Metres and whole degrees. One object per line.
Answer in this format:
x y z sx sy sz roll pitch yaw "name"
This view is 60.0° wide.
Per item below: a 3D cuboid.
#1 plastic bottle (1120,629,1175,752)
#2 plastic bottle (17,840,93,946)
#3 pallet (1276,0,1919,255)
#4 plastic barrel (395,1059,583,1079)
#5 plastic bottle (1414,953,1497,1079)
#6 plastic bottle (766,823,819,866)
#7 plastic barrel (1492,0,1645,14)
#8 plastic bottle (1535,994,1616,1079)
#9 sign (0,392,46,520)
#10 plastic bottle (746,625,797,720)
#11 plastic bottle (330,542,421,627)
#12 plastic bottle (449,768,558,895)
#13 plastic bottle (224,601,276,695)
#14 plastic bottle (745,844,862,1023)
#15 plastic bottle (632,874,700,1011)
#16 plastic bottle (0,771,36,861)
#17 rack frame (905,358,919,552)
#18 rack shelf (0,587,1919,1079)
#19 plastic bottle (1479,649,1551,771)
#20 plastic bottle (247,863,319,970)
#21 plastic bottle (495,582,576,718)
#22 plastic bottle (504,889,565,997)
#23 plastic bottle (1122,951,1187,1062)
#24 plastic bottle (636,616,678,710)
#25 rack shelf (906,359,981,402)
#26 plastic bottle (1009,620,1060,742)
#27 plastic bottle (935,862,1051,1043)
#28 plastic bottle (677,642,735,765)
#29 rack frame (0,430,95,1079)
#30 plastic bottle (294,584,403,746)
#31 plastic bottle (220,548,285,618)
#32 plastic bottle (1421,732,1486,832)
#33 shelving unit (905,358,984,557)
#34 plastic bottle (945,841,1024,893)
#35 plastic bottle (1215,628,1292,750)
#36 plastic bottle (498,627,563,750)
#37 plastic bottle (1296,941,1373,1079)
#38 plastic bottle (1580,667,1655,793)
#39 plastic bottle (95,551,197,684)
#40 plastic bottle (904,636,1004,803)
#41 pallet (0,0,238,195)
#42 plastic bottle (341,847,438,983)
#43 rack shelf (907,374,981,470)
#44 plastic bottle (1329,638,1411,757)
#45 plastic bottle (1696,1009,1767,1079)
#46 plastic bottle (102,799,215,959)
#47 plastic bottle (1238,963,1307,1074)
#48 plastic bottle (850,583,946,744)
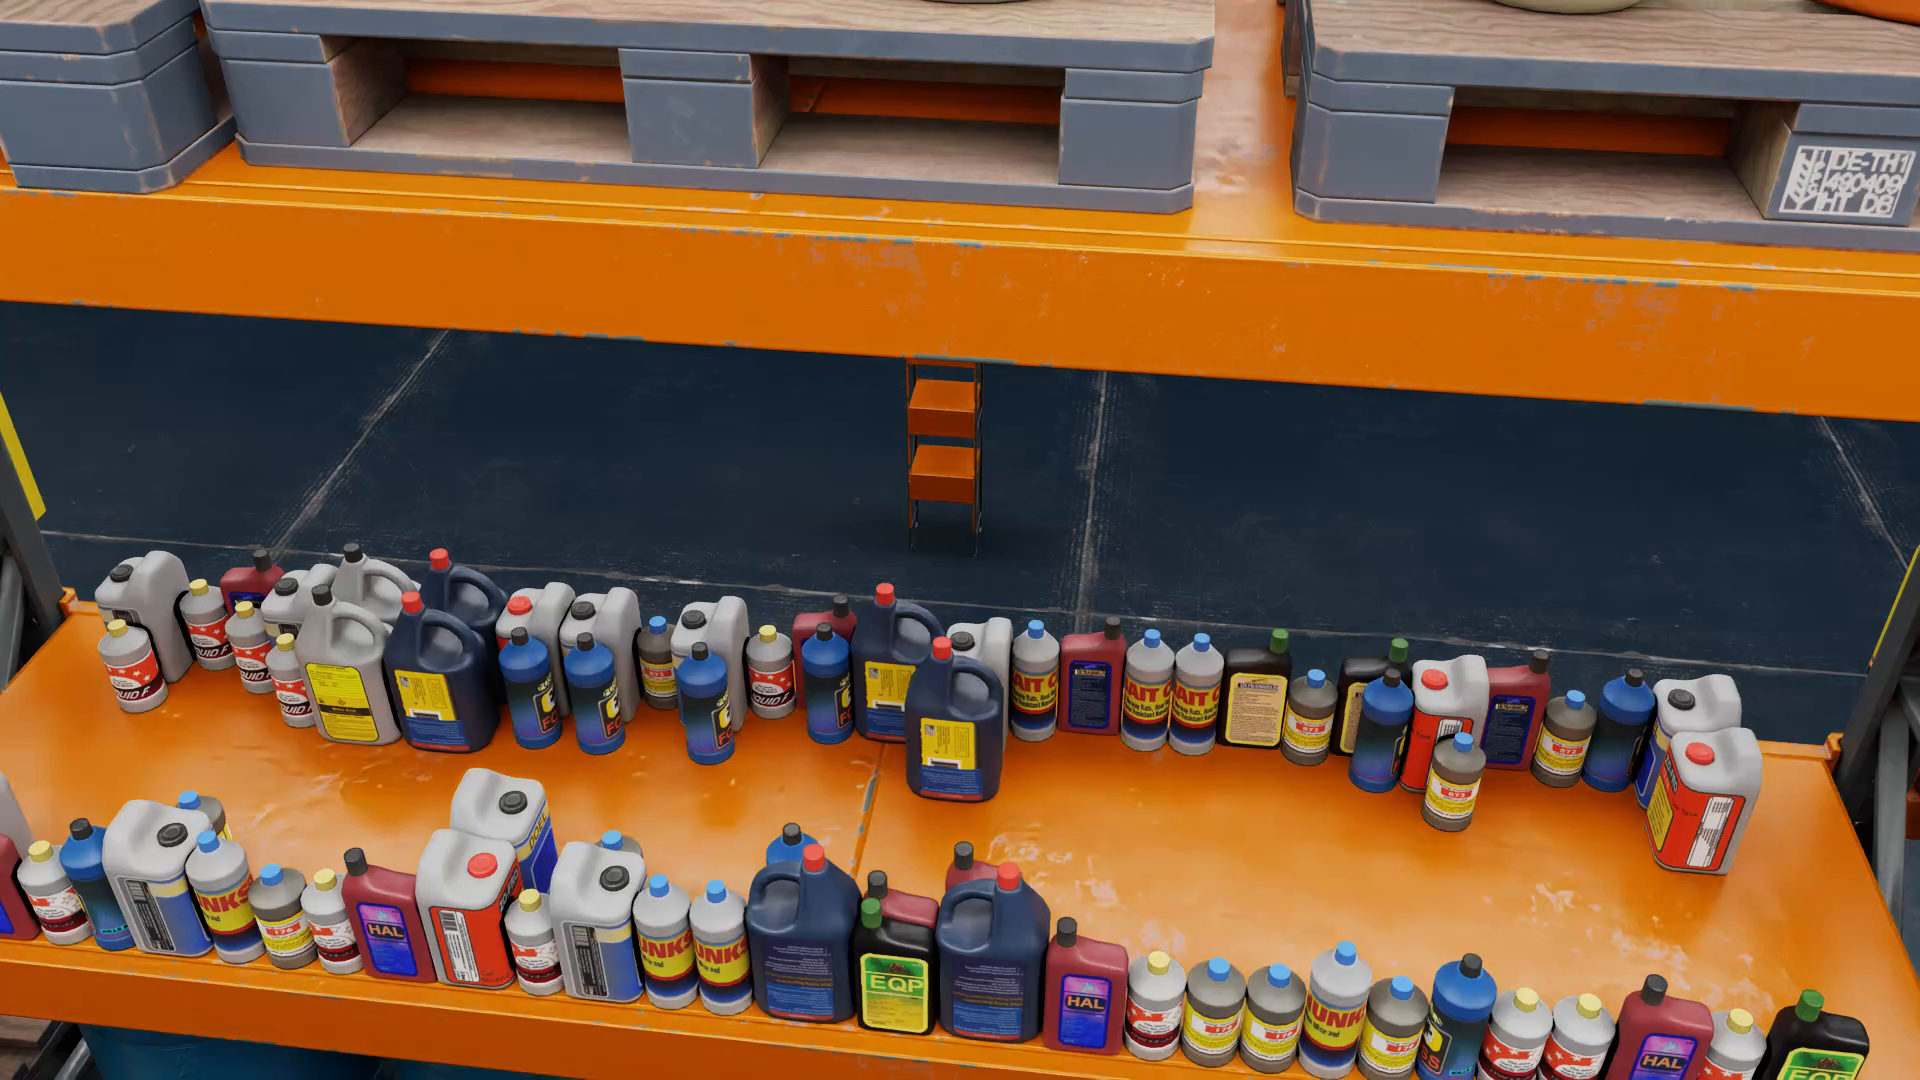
0.380 0.296 3.364 0.097 0.271 0.097 0 36 0 "plastic bottle"
-1.612 0.620 2.970 0.097 0.201 0.097 0 36 0 "plastic bottle"
1.050 -0.702 2.233 1.213 0.211 1.003 4 36 6 "pallet"
-0.931 1.044 3.650 0.708 0.901 0.600 4 36 6 "plastic barrel"
0.807 0.772 2.697 0.097 0.271 0.097 0 36 0 "plastic bottle"
-0.289 0.606 2.929 0.097 0.271 0.097 0 36 0 "plastic bottle"
0.715 -0.776 1.930 0.301 0.262 0.301 0 36 0 "plastic barrel"
1.000 0.815 2.697 0.097 0.201 0.097 0 36 0 "plastic bottle"
-2.099 -0.171 3.669 0.005 0.325 0.100 4 36 6 "sign"
-0.394 0.267 3.465 0.097 0.201 0.097 0 36 0 "plastic bottle"
-1.217 0.158 3.489 0.185 0.351 0.144 4 36 6 "plastic bottle"
-0.822 0.544 3.013 0.135 0.276 0.152 4 36 6 "plastic bottle"
-1.496 0.220 3.530 0.097 0.201 0.097 0 36 0 "plastic bottle"
-0.261 0.647 2.804 0.185 0.351 0.144 4 36 6 "plastic bottle"
-0.500 0.675 2.833 0.097 0.271 0.097 0 36 0 "plastic bottle"
-1.823 0.494 3.017 0.185 0.351 0.144 4 36 6 "plastic bottle"
-0.174 -0.440 5.963 0.008 1.050 0.200 4 36 6 "rack frame"
-0.187 0.699 3.307 4.000 0.370 1.077 4 36 6 "rack shelf"
1.088 0.333 3.301 0.133 0.283 0.061 4 36 6 "plastic bottle"
-1.189 0.652 2.926 0.097 0.201 0.097 0 36 0 "plastic bottle"
-0.876 0.216 3.471 0.135 0.276 0.152 4 36 6 "plastic bottle"
-0.730 0.686 2.878 0.097 0.201 0.097 0 36 0 "plastic bottle"
0.324 0.765 2.767 0.097 0.201 0.097 0 36 0 "plastic bottle"
-0.624 0.250 3.489 0.097 0.201 0.097 0 36 0 "plastic bottle"
-0.053 -0.654 5.792 0.240 0.259 0.215 4 36 6 "rack shelf"
0.152 0.279 3.388 0.097 0.271 0.097 0 36 0 "plastic bottle"
0.055 0.670 2.771 0.185 0.351 0.144 4 36 6 "plastic bottle"
-0.510 0.319 3.332 0.097 0.271 0.097 0 36 0 "plastic bottle"
-2.171 0.259 3.306 0.127 3.000 1.000 4 36 6 "rack frame"
-1.236 0.241 3.372 0.185 0.351 0.144 4 36 6 "plastic bottle"
-1.503 0.140 3.572 0.133 0.283 0.061 4 36 6 "plastic bottle"
0.952 0.456 3.200 0.097 0.201 0.097 0 36 0 "plastic bottle"
-0.053 -0.431 5.951 0.252 1.050 0.215 4 36 6 "shelving unit"
0.042 0.637 2.876 0.133 0.283 0.061 4 36 6 "plastic bottle"
0.594 0.296 3.353 0.133 0.283 0.061 4 36 6 "plastic bottle"
-0.874 0.292 3.370 0.097 0.271 0.097 0 36 0 "plastic bottle"
0.614 0.758 2.717 0.097 0.271 0.097 0 36 0 "plastic bottle"
1.297 0.364 3.268 0.097 0.271 0.097 0 36 0 "plastic bottle"
-1.739 0.152 3.562 0.135 0.276 0.152 4 36 6 "plastic bottle"
-0.011 0.337 3.238 0.185 0.351 0.144 4 36 6 "plastic bottle"
-1.381 -0.884 2.487 1.003 0.211 1.213 4 36 6 "pallet"
-0.981 0.645 2.865 0.133 0.283 0.061 4 36 6 "plastic bottle"
-0.053 -0.423 5.957 0.240 0.259 0.215 4 36 6 "rack shelf"
0.823 0.313 3.329 0.133 0.283 0.061 4 36 6 "plastic bottle"
1.229 0.832 2.673 0.097 0.201 0.097 0 36 0 "plastic bottle"
-1.397 0.590 2.948 0.135 0.276 0.152 4 36 6 "plastic bottle"
0.517 0.779 2.747 0.097 0.201 0.097 0 36 0 "plastic bottle"
-0.125 0.240 3.375 0.185 0.351 0.144 4 36 6 "plastic bottle"
